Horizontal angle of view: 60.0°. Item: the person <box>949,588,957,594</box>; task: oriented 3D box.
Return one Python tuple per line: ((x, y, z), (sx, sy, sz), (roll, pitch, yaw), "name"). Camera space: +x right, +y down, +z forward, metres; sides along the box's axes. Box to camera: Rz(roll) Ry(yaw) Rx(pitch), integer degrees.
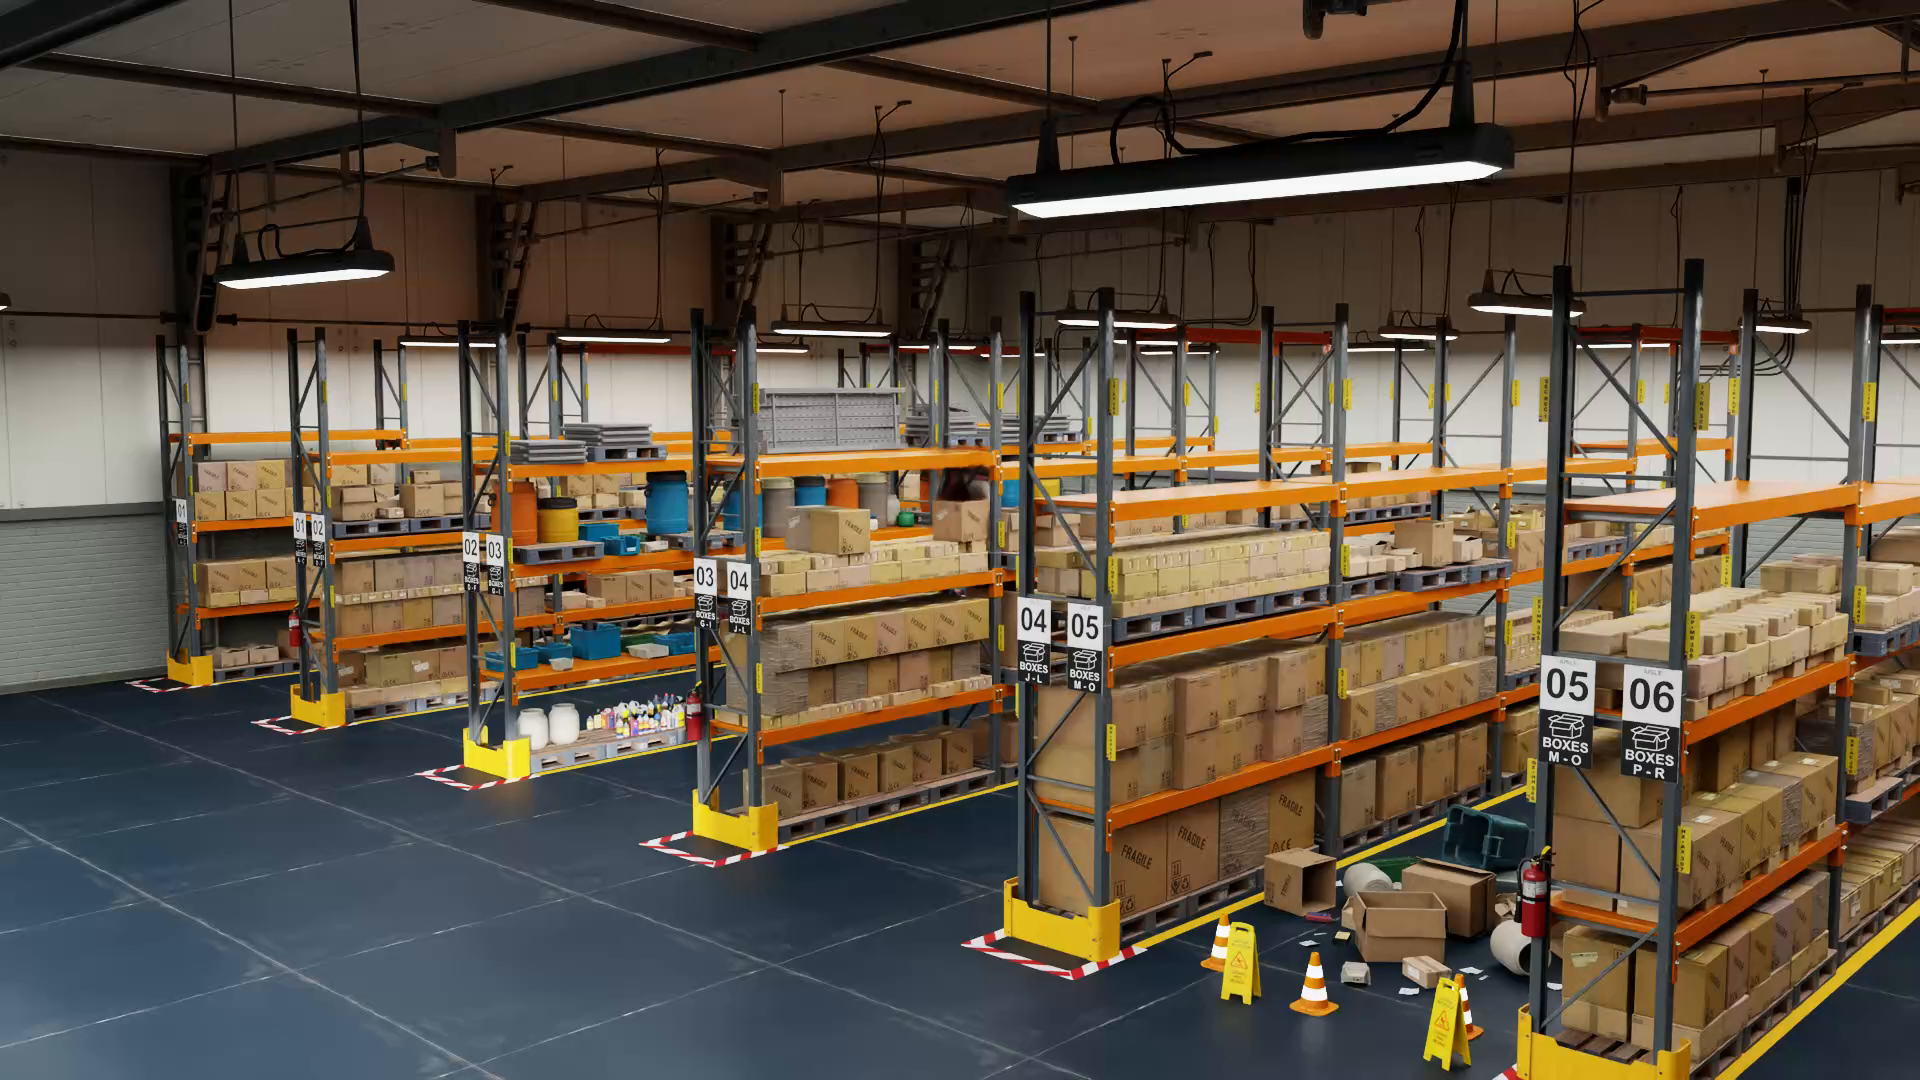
((-0.337, 1.450, 30.717), (1.012, 1.684, 0.504), (-5, 7, -42), "person")
